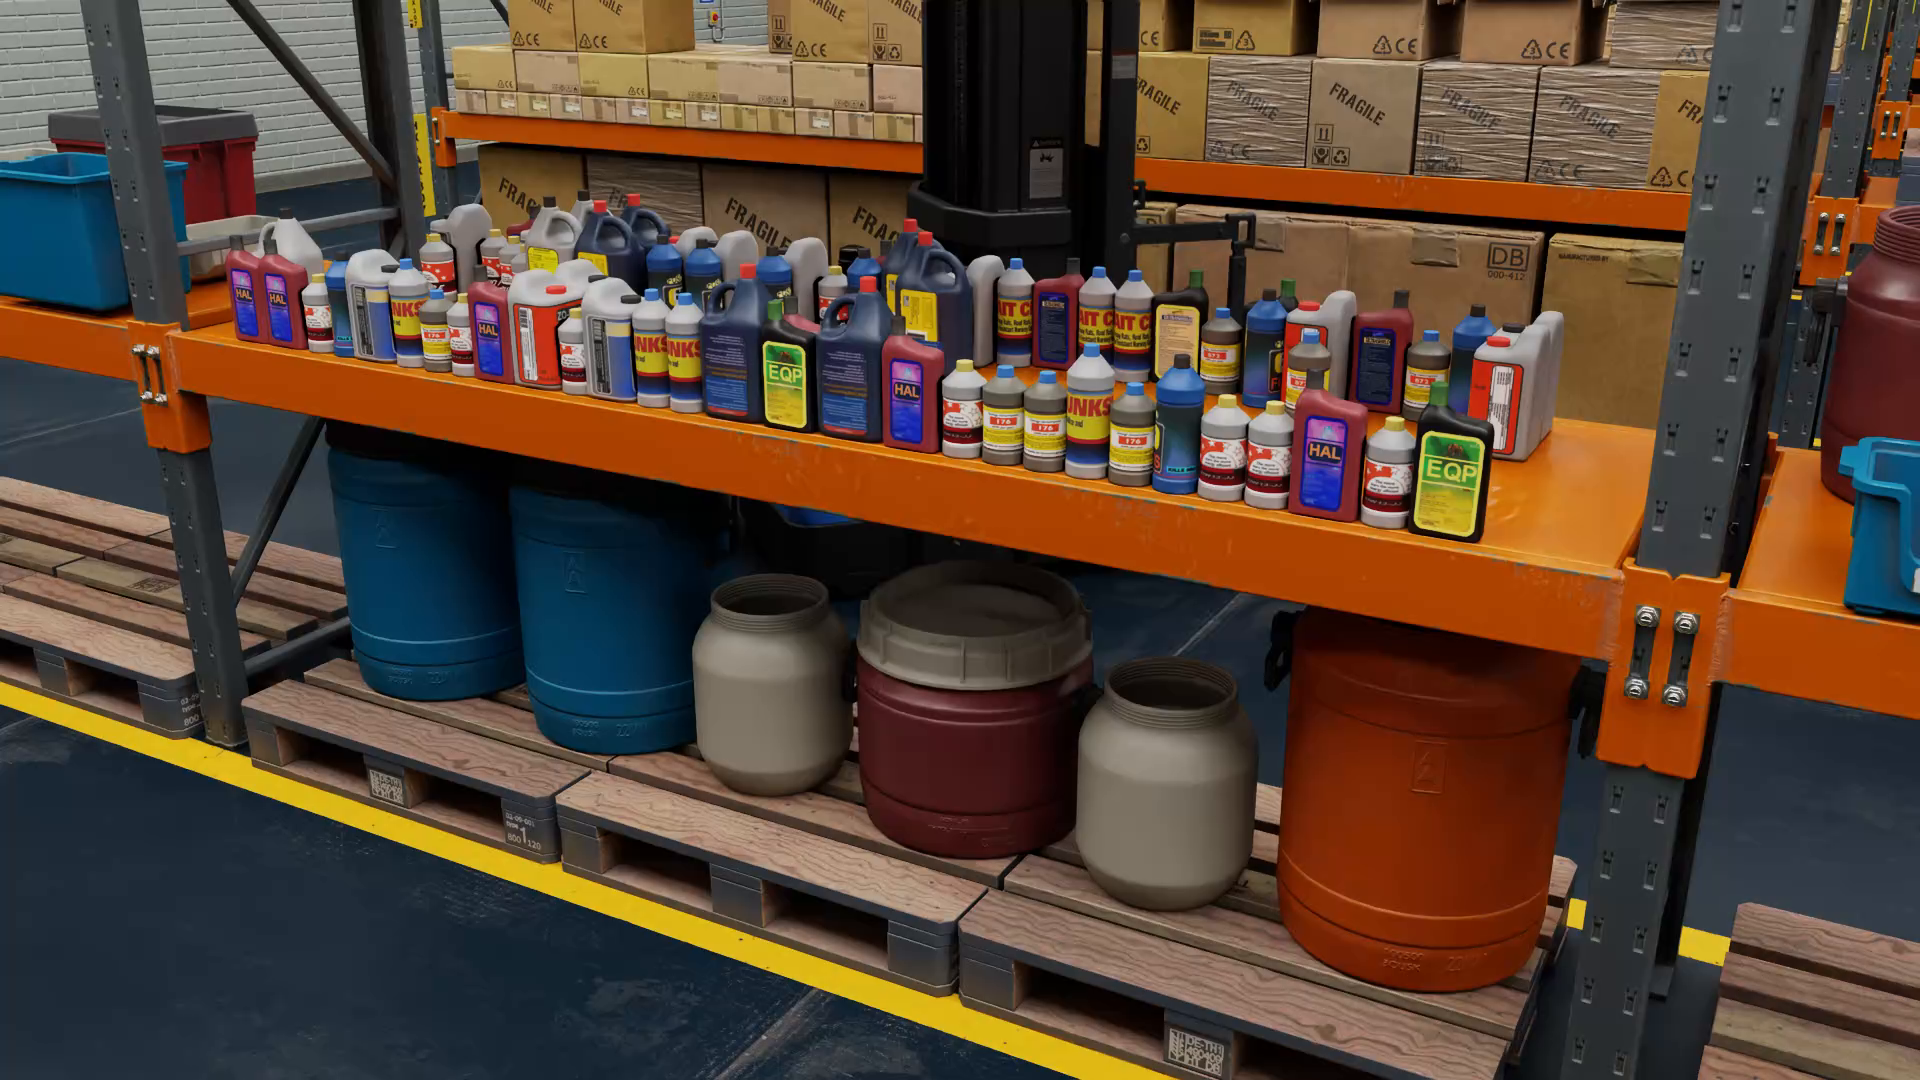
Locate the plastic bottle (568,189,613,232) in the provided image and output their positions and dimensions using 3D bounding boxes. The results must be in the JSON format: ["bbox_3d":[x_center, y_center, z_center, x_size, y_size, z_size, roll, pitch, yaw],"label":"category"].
[{"bbox_3d":[-1.071,-0.845,4.867,0.185,0.351,0.144,11,23,27],"label":"plastic bottle"}]

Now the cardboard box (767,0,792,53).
[{"bbox_3d":[-0.793,-3.145,9.819,0.500,0.500,0.500,10,22,26],"label":"cardboard box"}]

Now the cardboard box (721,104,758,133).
[{"bbox_3d":[-1.165,-2.446,9.579,0.250,0.149,0.380,10,22,26],"label":"cardboard box"}]

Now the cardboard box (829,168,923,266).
[{"bbox_3d":[-0.154,-1.730,9.735,0.875,0.875,0.875,11,23,27],"label":"cardboard box"}]

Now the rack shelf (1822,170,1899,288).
[{"bbox_3d":[5.621,-1.062,6.448,4.000,0.370,1.077,11,23,27],"label":"rack shelf"}]

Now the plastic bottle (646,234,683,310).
[{"bbox_3d":[-0.816,-0.709,4.608,0.097,0.271,0.097,0,20,0],"label":"plastic bottle"}]

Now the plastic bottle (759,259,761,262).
[{"bbox_3d":[-0.540,-0.682,4.639,0.097,0.201,0.097,0,20,0],"label":"plastic bottle"}]

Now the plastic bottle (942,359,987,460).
[{"bbox_3d":[0.010,-0.281,3.533,0.097,0.201,0.097,0,20,0],"label":"plastic bottle"}]

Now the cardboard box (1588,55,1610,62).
[{"bbox_3d":[3.132,-2.026,7.906,0.500,0.500,0.500,10,22,26],"label":"cardboard box"}]

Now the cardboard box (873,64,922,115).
[{"bbox_3d":[-0.131,-2.462,9.038,0.500,0.250,0.500,10,22,26],"label":"cardboard box"}]

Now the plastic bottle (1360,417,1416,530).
[{"bbox_3d":[0.806,-0.129,3.115,0.097,0.201,0.097,0,20,0],"label":"plastic bottle"}]

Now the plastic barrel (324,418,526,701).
[{"bbox_3d":[-1.566,-0.039,5.034,0.708,0.901,0.600,11,23,27],"label":"plastic barrel"}]

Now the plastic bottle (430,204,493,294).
[{"bbox_3d":[-1.531,-0.896,5.117,0.135,0.276,0.152,11,23,27],"label":"plastic bottle"}]

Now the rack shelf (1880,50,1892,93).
[{"bbox_3d":[6.962,-4.677,16.415,4.000,0.370,1.077,11,23,27],"label":"rack shelf"}]

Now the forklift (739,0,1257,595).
[{"bbox_3d":[0.648,-1.458,6.586,3.031,2.935,1.130,-7,21,-18],"label":"forklift"}]

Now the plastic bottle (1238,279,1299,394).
[{"bbox_3d":[0.741,-0.484,3.972,0.133,0.283,0.061,11,23,27],"label":"plastic bottle"}]

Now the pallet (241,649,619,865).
[{"bbox_3d":[-1.379,0.528,5.099,1.213,0.211,1.003,11,23,27],"label":"pallet"}]

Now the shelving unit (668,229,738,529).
[{"bbox_3d":[-1.165,-0.637,6.861,0.258,1.200,0.503,-13,24,-32],"label":"shelving unit"}]

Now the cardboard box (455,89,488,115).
[{"bbox_3d":[-2.960,-2.788,10.519,0.250,0.149,0.380,11,23,28],"label":"cardboard box"}]

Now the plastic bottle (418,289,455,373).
[{"bbox_3d":[-1.322,-0.535,4.232,0.097,0.201,0.097,0,20,0],"label":"plastic bottle"}]

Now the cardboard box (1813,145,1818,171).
[{"bbox_3d":[5.898,-2.754,12.008,0.500,0.250,0.500,10,22,25],"label":"cardboard box"}]

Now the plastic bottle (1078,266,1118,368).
[{"bbox_3d":[0.345,-0.547,4.162,0.097,0.271,0.097,0,20,0],"label":"plastic bottle"}]

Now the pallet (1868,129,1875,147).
[{"bbox_3d":[10.492,-4.986,20.300,1.213,0.211,1.003,11,23,27],"label":"pallet"}]

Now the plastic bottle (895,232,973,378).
[{"bbox_3d":[-0.066,-0.594,4.175,0.185,0.351,0.144,11,23,27],"label":"plastic bottle"}]

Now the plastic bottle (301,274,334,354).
[{"bbox_3d":[-1.695,-0.606,4.428,0.097,0.201,0.097,0,20,0],"label":"plastic bottle"}]

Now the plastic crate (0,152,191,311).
[{"bbox_3d":[-2.607,-0.920,4.938,0.575,0.384,0.392,11,23,27],"label":"plastic crate"}]

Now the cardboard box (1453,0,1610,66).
[{"bbox_3d":[2.677,-2.487,7.704,0.637,0.503,0.797,11,23,29],"label":"cardboard box"}]

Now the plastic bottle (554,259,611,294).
[{"bbox_3d":[-0.932,-0.566,4.208,0.135,0.276,0.152,11,23,27],"label":"plastic bottle"}]

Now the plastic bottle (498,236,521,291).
[{"bbox_3d":[-1.330,-0.809,4.988,0.097,0.201,0.097,0,20,0],"label":"plastic bottle"}]

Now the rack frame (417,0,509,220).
[{"bbox_3d":[-3.109,-3.063,10.910,0.127,3.000,1.000,11,23,27],"label":"rack frame"}]

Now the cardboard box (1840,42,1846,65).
[{"bbox_3d":[6.090,-3.406,11.609,0.250,0.149,0.380,10,22,27],"label":"cardboard box"}]

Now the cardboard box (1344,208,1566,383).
[{"bbox_3d":[2.508,-1.203,8.281,0.875,0.875,1.225,11,23,27],"label":"cardboard box"}]

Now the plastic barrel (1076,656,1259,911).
[{"bbox_3d":[0.487,0.571,3.926,0.421,0.512,0.421,0,20,0],"label":"plastic barrel"}]

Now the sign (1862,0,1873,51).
[{"bbox_3d":[3.607,-2.111,6.588,0.005,0.325,0.100,11,23,27],"label":"sign"}]

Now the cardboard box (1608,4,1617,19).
[{"bbox_3d":[4.603,-3.712,11.579,0.250,0.149,0.380,12,23,30],"label":"cardboard box"}]

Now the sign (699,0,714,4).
[{"bbox_3d":[-3.287,-7.067,21.551,0.001,0.218,0.327,11,23,27],"label":"sign"}]

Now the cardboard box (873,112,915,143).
[{"bbox_3d":[-0.269,-2.276,9.108,0.250,0.149,0.380,11,23,28],"label":"cardboard box"}]

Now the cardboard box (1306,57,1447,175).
[{"bbox_3d":[1.992,-2.043,7.951,0.500,0.500,0.500,11,23,28],"label":"cardboard box"}]

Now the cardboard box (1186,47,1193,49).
[{"bbox_3d":[1.353,-2.364,8.836,0.500,0.500,0.500,12,23,29],"label":"cardboard box"}]

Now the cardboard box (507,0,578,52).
[{"bbox_3d":[-2.385,-3.241,10.086,0.500,0.500,0.500,10,22,26],"label":"cardboard box"}]

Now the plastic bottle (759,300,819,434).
[{"bbox_3d":[-0.378,-0.386,3.703,0.133,0.283,0.061,11,23,27],"label":"plastic bottle"}]

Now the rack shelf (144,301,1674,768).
[{"bbox_3d":[-0.287,-0.252,4.217,4.000,0.370,1.077,11,23,27],"label":"rack shelf"}]

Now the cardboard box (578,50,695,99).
[{"bbox_3d":[-1.928,-2.803,9.977,0.500,0.250,0.500,10,22,26],"label":"cardboard box"}]

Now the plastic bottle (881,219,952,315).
[{"bbox_3d":[-0.109,-0.661,4.362,0.185,0.351,0.144,11,23,27],"label":"plastic bottle"}]

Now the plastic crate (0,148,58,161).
[{"bbox_3d":[-3.276,-1.204,5.872,0.530,0.282,0.437,11,23,27],"label":"plastic crate"}]

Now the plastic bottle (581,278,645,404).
[{"bbox_3d":[-0.804,-0.482,3.977,0.135,0.276,0.152,11,23,27],"label":"plastic bottle"}]

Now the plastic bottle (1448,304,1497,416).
[{"bbox_3d":[1.151,-0.393,3.739,0.097,0.271,0.097,0,20,0],"label":"plastic bottle"}]

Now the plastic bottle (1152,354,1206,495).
[{"bbox_3d":[0.435,-0.233,3.298,0.097,0.271,0.097,0,20,0],"label":"plastic bottle"}]

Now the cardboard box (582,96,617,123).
[{"bbox_3d":[-2.062,-2.617,10.050,0.250,0.149,0.380,10,22,26],"label":"cardboard box"}]

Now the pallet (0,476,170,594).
[{"bbox_3d":[-3.763,0.074,6.350,1.213,0.211,1.003,11,23,27],"label":"pallet"}]
